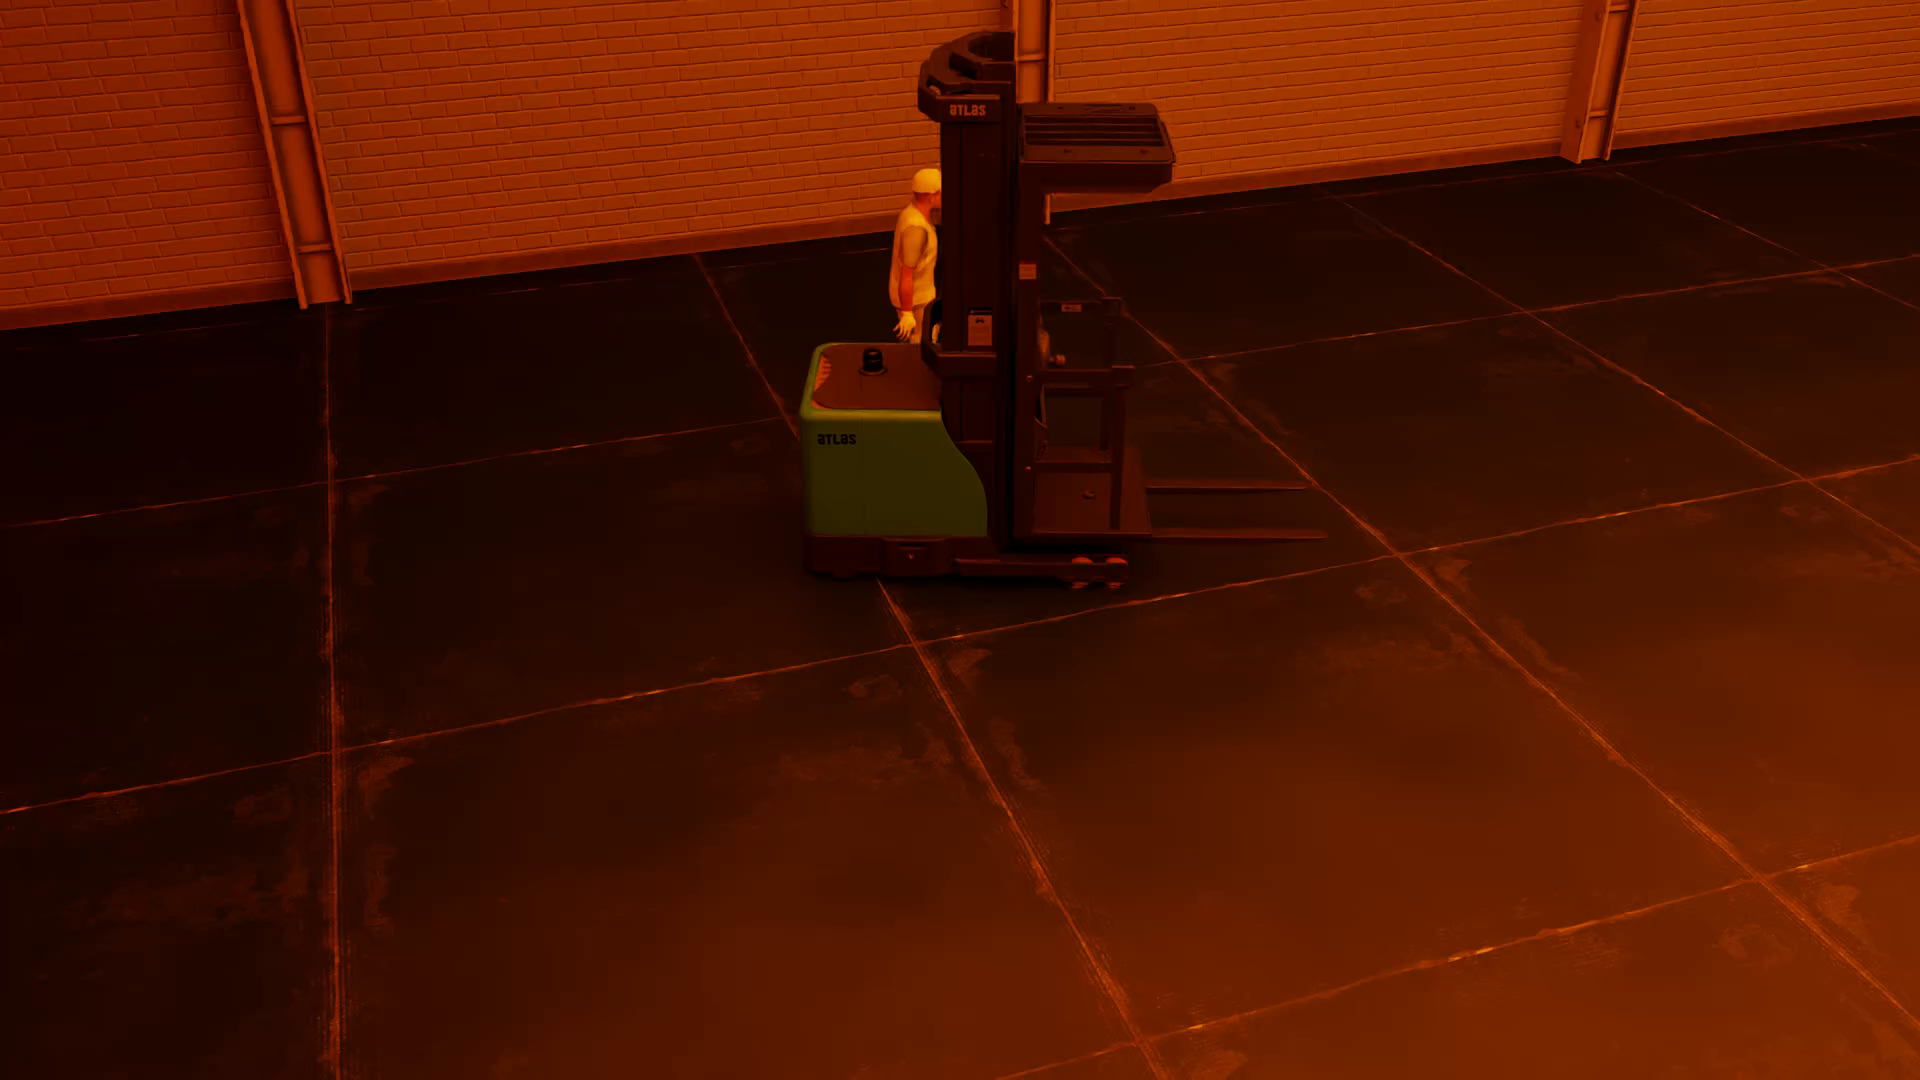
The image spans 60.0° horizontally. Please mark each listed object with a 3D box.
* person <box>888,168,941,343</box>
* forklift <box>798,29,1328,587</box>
[{"bbox_3d":[-0.259,-1.616,11.081,0.433,1.750,0.852,-2,30,-3],"label":"person"},{"bbox_3d":[0.616,-1.272,9.298,3.031,2.935,1.130,0,30,1],"label":"forklift"}]
